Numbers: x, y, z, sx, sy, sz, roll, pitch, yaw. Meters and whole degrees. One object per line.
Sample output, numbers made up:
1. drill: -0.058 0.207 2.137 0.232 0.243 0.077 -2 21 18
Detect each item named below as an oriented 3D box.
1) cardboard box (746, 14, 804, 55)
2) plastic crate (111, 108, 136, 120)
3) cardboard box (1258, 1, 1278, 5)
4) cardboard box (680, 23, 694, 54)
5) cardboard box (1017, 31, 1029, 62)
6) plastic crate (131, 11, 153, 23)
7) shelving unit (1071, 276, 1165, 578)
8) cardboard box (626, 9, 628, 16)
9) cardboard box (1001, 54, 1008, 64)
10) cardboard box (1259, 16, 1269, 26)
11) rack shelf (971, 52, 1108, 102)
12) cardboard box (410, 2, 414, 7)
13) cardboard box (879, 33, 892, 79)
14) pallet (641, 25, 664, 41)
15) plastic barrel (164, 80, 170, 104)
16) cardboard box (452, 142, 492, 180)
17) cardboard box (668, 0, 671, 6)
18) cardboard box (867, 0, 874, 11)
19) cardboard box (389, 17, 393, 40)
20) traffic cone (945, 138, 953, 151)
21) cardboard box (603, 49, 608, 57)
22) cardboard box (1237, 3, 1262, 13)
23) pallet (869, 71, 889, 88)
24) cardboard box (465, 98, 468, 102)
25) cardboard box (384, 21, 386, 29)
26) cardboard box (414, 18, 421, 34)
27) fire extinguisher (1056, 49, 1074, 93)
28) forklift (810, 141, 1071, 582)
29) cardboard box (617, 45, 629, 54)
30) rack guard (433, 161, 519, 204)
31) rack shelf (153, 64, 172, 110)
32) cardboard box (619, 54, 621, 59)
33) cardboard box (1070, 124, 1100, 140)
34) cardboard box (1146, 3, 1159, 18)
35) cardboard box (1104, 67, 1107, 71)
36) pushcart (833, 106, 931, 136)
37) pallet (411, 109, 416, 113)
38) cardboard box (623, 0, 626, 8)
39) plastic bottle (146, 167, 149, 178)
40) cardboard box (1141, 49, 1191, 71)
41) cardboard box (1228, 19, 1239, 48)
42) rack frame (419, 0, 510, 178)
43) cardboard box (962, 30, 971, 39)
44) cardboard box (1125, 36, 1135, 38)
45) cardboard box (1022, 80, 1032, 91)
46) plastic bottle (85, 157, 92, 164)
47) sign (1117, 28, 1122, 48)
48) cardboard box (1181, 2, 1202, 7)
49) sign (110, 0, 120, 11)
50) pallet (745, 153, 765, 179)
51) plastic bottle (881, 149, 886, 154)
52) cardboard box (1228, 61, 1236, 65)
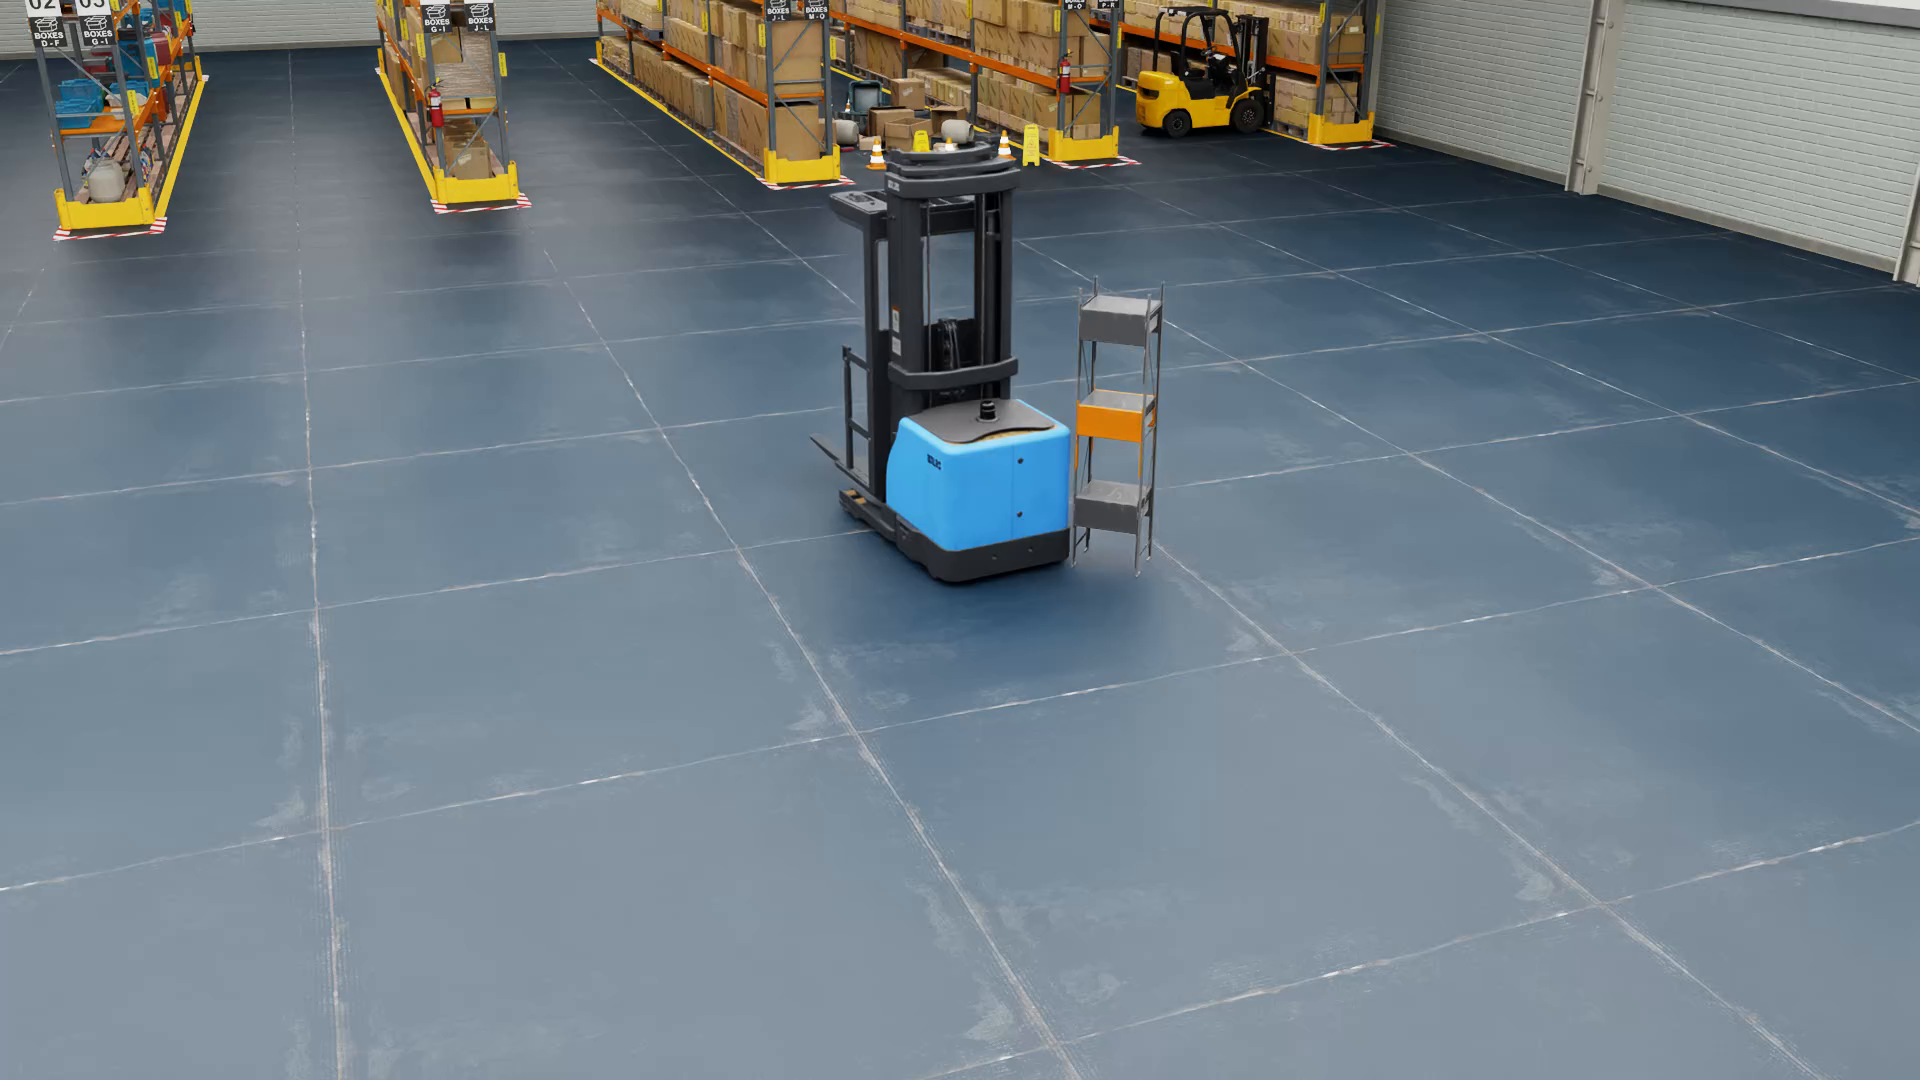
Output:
1. cardboard box: -2.866 -7.984 26.247 0.875 0.550 0.550 -8 24 -19
2. plastic crate: -11.816 -6.014 23.497 0.298 0.136 0.250 -8 24 -19
3. cardboard box: 5.885 -10.158 31.642 0.380 0.149 0.250 -9 24 -19
4. cardboard box: -4.877 -9.294 30.809 0.500 0.500 0.500 -9 24 -20
5. cardboard box: 1.309 -8.513 28.575 0.500 0.500 0.500 -8 24 -19
6. plastic crate: -17.441 -11.157 35.496 0.416 0.233 0.300 -8 24 -19
7. shelving unit: 1.125 -0.801 11.947 0.503 2.100 0.431 8 24 19
8. cardboard box: -6.833 -11.130 35.078 0.380 0.149 0.250 -8 24 -19
9. cardboard box: 0.945 -8.519 29.423 0.380 0.149 0.250 -8 24 -19
10. cardboard box: 5.728 -9.570 30.630 0.380 0.149 0.250 -9 24 -20
11. rack shelf: 1.398 -8.201 29.272 1.077 0.370 4.000 -8 24 -19
12. cardboard box: -8.730 -8.677 28.163 1.000 1.000 1.000 -8 24 -19
13. cardboard box: -1.199 -10.514 36.028 0.875 0.875 0.875 -8 24 -18
14. pallet: -5.668 -10.153 33.223 1.213 0.211 1.003 -8 24 -19
15. plastic barrel: -15.613 -8.896 32.156 0.600 0.901 0.708 -8 24 -19
16. cardboard box: -7.372 -5.717 25.130 0.500 0.500 0.500 -4 23 -9
17. cardboard box: -5.765 -11.020 34.052 0.380 0.149 0.250 -8 24 -17
18. cardboard box: -1.699 -11.573 35.894 0.500 0.250 0.500 -9 25 -21
19. cardboard box: -10.935 -10.099 32.721 0.500 0.500 0.500 -8 24 -18
20. traffic cone: -0.173 -6.340 27.197 0.336 0.463 0.334 -8 24 -19
21. cardboard box: -8.258 -11.549 39.419 0.380 0.149 0.250 -8 24 -18
22. cardboard box: 5.439 -9.985 31.232 0.380 0.149 0.250 -8 24 -18
23. pallet: -1.357 -10.167 36.600 1.003 0.211 1.213 -8 24 -19
24. cardboard box: -7.297 -6.741 25.205 0.380 0.149 0.250 -8 24 -19
25. cardboard box: -11.820 -10.756 34.732 0.380 0.149 0.250 -8 24 -19
26. cardboard box: -7.949 -7.619 25.165 0.500 0.500 0.500 -8 24 -19
27. fire extinguisher: 1.714 -7.665 27.174 0.296 0.674 0.183 -8 24 -19
28. forklift: -0.309 -1.586 12.739 1.130 2.935 3.031 -11 25 -25
29. cardboard box: -7.522 -11.065 37.505 0.380 0.149 0.250 -10 25 -22
30. rack guard: -7.194 -5.322 24.733 1.175 0.500 0.348 -8 24 -19
31. rack shelf: -13.920 -7.615 27.882 1.077 0.370 4.000 -8 24 -19
32. cardboard box: -7.538 -11.024 37.790 0.380 0.149 0.250 -10 25 -21
33. cardboard box: 2.078 -7.063 28.646 0.500 0.250 0.500 -9 24 -19
34. cardboard box: 4.192 -10.987 34.504 0.500 0.250 0.500 -9 24 -20
35. cardboard box: 3.403 -10.744 37.057 0.500 0.500 0.500 -9 24 -20
36. pushcart: -1.424 -7.720 30.580 1.648 0.377 0.936 -18 29 -37
37. pallet: -10.201 -8.365 32.324 1.003 0.211 1.213 -8 24 -19
38. cardboard box: -6.928 -11.365 35.252 0.380 0.149 0.250 -9 24 -20
39. plastic bottle: -12.341 -5.578 25.159 0.097 0.201 0.097 0 23 0
40. cardboard box: 4.366 -10.029 35.200 0.875 0.625 0.625 -8 24 -17
41. cardboard box: 5.445 -9.604 31.545 0.500 0.500 0.500 -8 24 -18
42. rack frame: -7.167 -6.446 24.182 1.000 3.000 0.127 -8 24 -19
43. cardboard box: 0.251 -9.486 31.177 0.380 0.149 0.250 -8 24 -18
44. cardboard box: 3.787 -11.259 37.443 0.380 0.149 0.250 -10 25 -21
45. cardboard box: 1.299 -7.848 28.707 0.380 0.149 0.250 -8 24 -18
46. plastic bottle: -13.034 -5.561 24.926 0.144 0.351 0.185 -7 24 -17
47. sign: 2.612 -8.279 27.417 0.100 0.325 0.005 -8 24 -19
48. cardboard box: 4.643 -10.645 33.180 0.380 0.149 0.250 -9 25 -21
49. sign: -11.284 -7.227 22.161 0.100 0.325 0.005 -8 24 -19
50. pallet: -2.847 -6.085 26.915 1.003 0.211 1.213 -8 24 -19
51. plastic bottle: -1.397 -6.658 28.467 0.133 0.061 0.283 -18 29 -37
52. cardboard box: 5.211 -9.110 32.214 0.500 0.250 0.500 -9 24 -20
